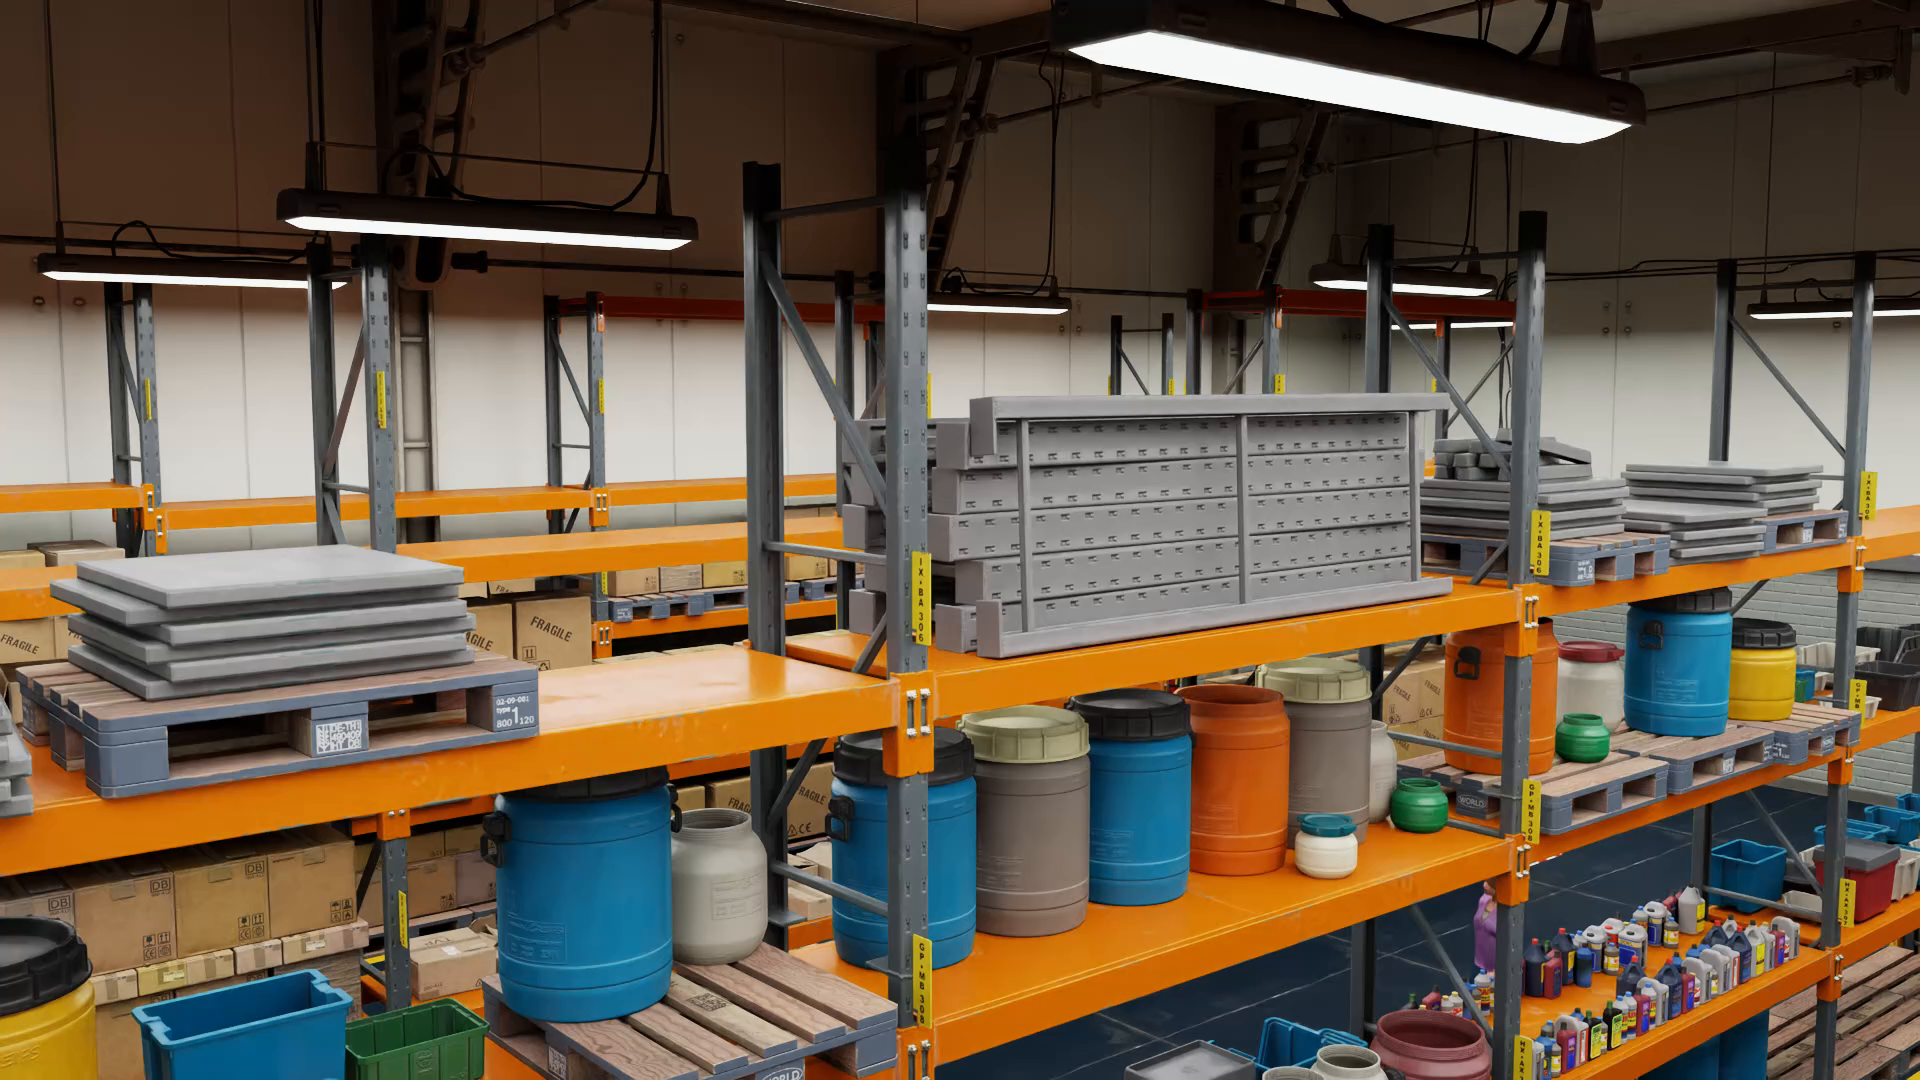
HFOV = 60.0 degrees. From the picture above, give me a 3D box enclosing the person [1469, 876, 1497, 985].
[{"bbox_3d":[3.938,3.186,12.349,0.903,1.551,0.436,-3,6,-26],"label":"person"}]
